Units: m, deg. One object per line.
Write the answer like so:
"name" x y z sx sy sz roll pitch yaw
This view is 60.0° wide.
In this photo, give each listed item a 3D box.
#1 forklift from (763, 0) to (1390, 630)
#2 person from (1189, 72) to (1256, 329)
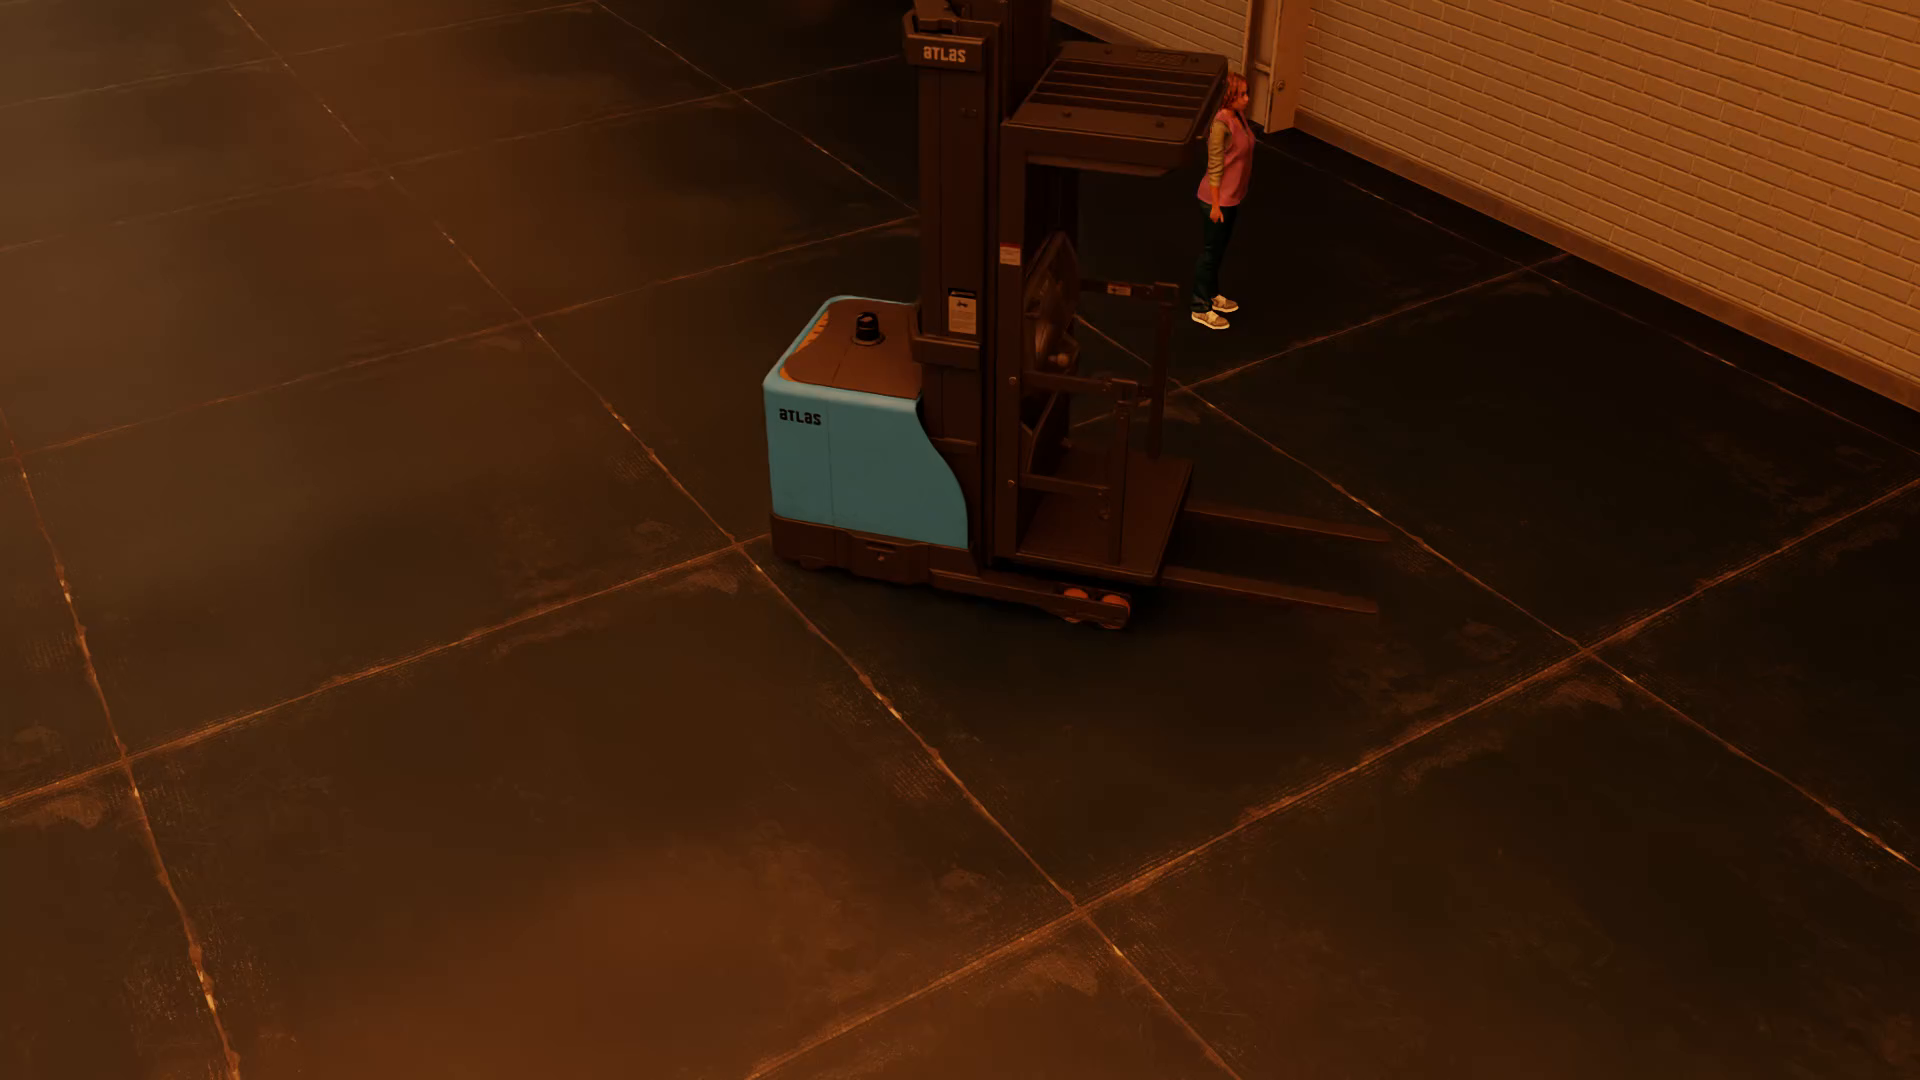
"forklift" 0.614 -1.106 7.722 3.031 2.935 1.130 10 36 13
"person" 1.634 -2.117 10.318 0.317 1.603 0.405 14 37 19
